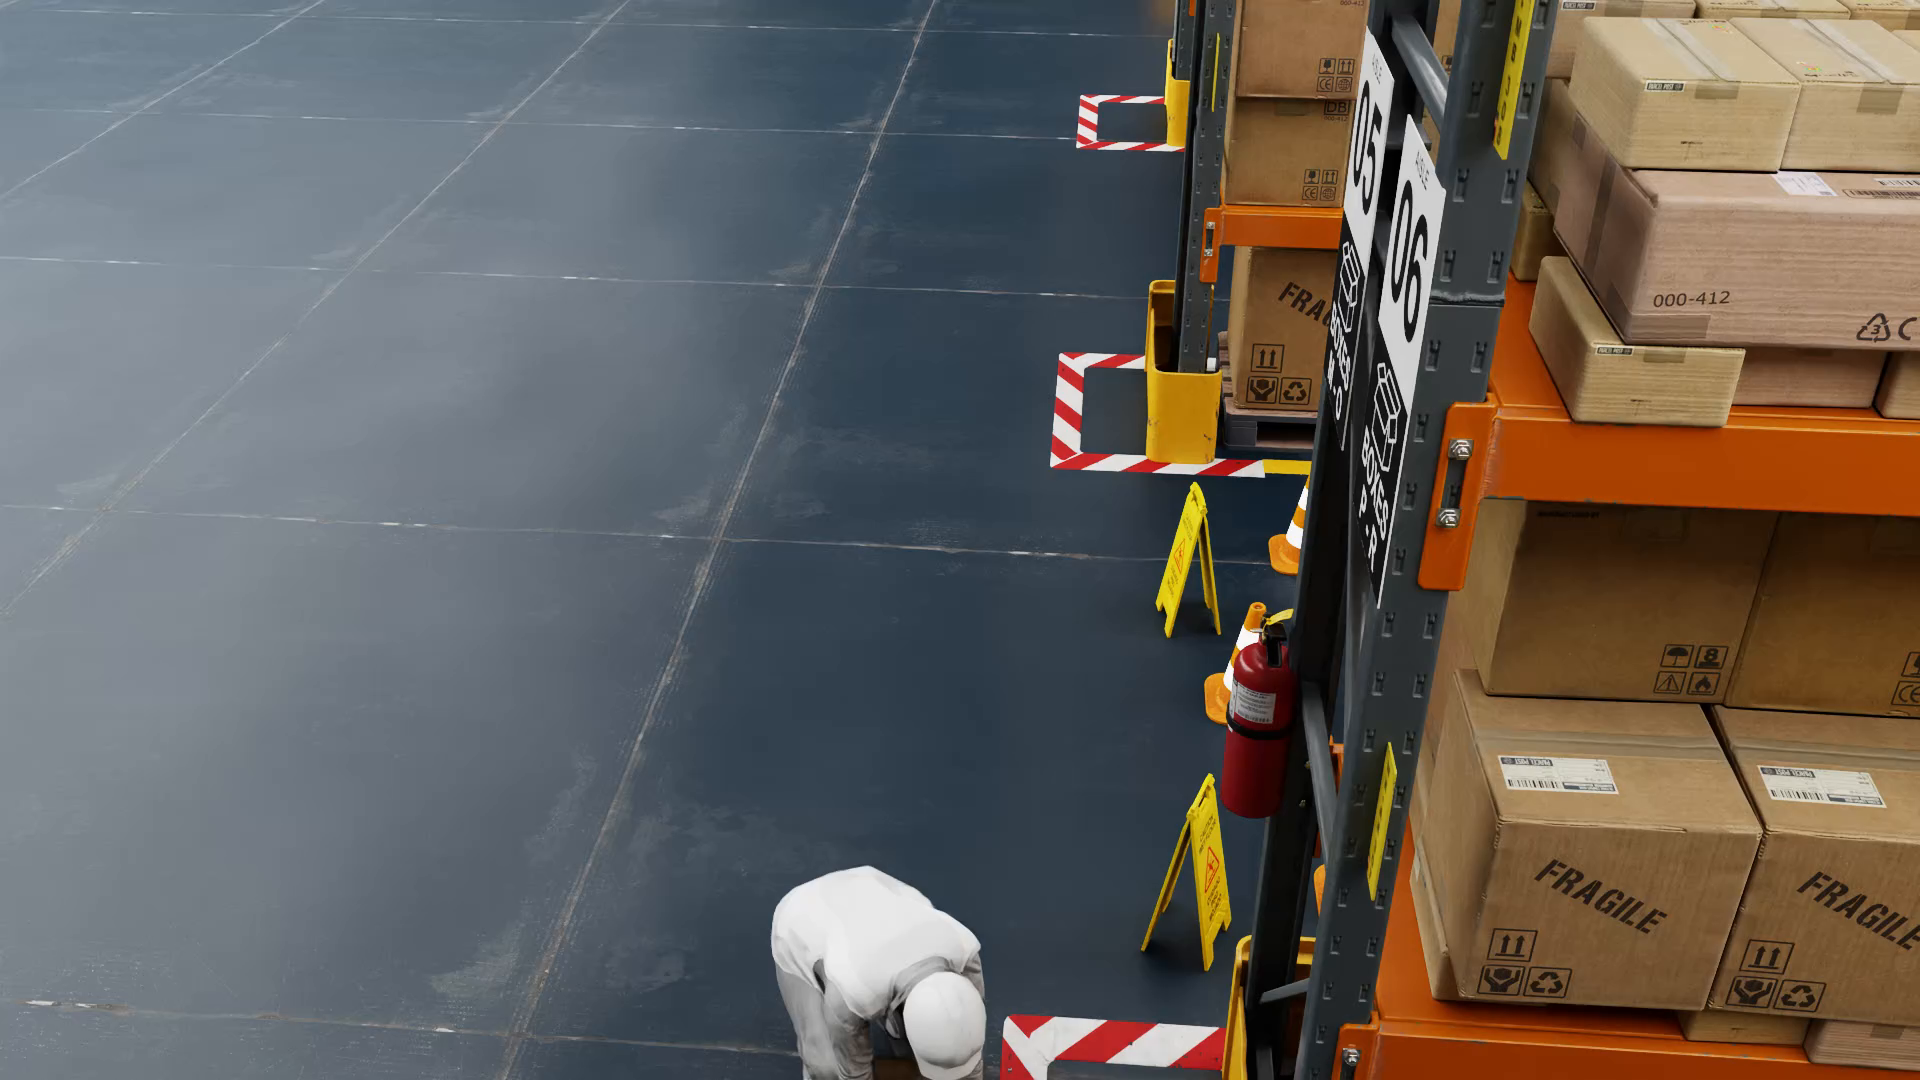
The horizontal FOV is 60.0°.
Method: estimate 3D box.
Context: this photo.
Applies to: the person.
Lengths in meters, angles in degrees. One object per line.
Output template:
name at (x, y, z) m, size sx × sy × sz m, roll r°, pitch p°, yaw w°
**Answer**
person at (-0.220, 1.392, 4.867) m, size 0.527 × 0.866 × 0.951 m, roll -13°, pitch 34°, yaw -19°
